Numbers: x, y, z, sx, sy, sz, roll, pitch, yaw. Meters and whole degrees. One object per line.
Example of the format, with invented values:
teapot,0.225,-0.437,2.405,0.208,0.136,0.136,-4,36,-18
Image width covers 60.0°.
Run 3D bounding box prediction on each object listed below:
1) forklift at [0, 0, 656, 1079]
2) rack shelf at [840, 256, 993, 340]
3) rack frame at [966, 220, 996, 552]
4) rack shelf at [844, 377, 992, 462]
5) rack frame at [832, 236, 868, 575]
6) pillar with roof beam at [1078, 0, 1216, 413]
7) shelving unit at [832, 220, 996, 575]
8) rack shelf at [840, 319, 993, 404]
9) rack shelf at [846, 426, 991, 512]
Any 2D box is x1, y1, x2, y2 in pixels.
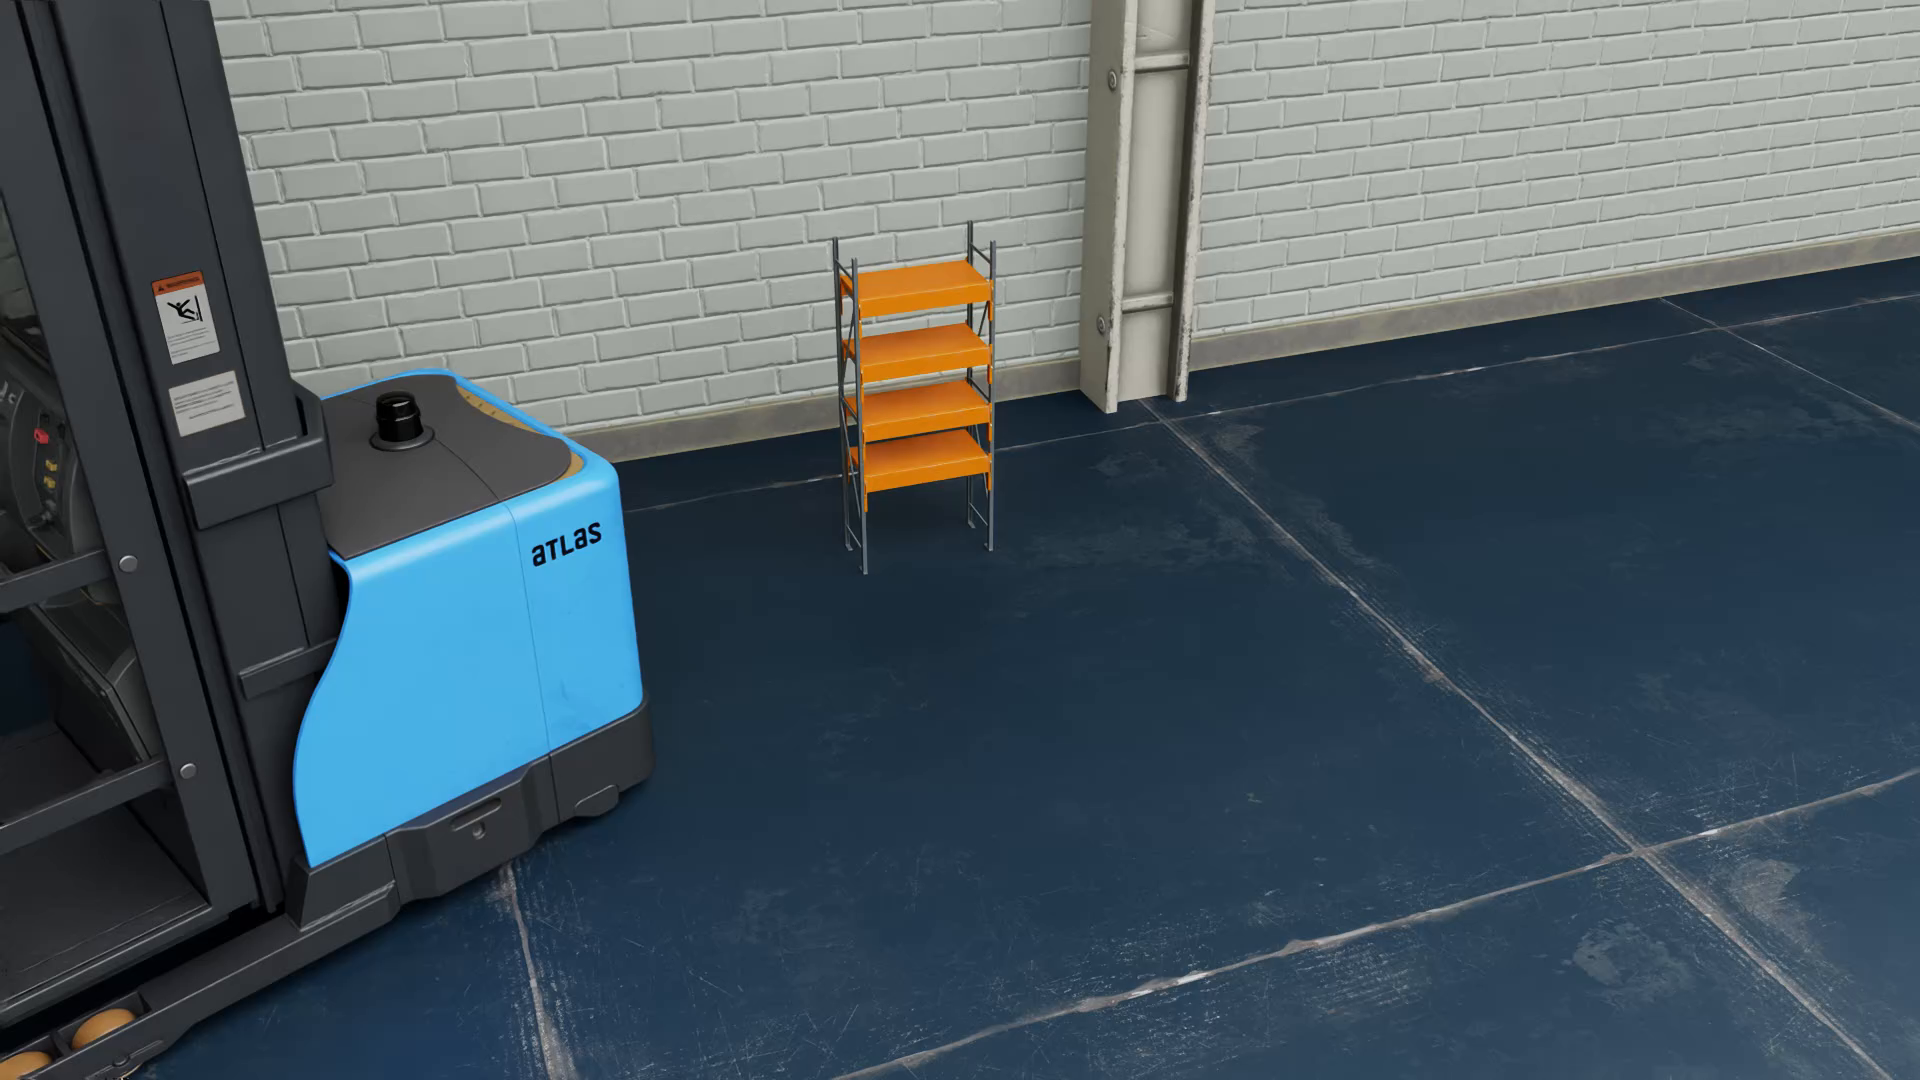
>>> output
forklift,-2.310,-0.203,3.646,3.031,2.935,1.130,-26,38,-37
rack shelf,-0.155,-0.834,5.708,0.480,0.148,0.258,-10,31,-18
rack frame,0.074,-0.535,5.977,0.015,1.200,0.240,-10,31,-18
rack shelf,-0.155,-0.434,5.936,0.480,0.148,0.258,-10,31,-18
rack frame,-0.384,-0.451,5.829,0.015,1.200,0.240,-10,31,-18
pillar with roof beam,2.264,-2.567,1.665,0.400,9.000,9.100,-10,31,-18
shelving unit,-0.155,-0.493,5.903,0.503,1.200,0.258,-10,31,-18
rack shelf,-0.155,-0.629,5.825,0.480,0.148,0.258,-10,31,-18
rack shelf,-0.155,-0.262,6.034,0.480,0.148,0.258,-10,31,-18
